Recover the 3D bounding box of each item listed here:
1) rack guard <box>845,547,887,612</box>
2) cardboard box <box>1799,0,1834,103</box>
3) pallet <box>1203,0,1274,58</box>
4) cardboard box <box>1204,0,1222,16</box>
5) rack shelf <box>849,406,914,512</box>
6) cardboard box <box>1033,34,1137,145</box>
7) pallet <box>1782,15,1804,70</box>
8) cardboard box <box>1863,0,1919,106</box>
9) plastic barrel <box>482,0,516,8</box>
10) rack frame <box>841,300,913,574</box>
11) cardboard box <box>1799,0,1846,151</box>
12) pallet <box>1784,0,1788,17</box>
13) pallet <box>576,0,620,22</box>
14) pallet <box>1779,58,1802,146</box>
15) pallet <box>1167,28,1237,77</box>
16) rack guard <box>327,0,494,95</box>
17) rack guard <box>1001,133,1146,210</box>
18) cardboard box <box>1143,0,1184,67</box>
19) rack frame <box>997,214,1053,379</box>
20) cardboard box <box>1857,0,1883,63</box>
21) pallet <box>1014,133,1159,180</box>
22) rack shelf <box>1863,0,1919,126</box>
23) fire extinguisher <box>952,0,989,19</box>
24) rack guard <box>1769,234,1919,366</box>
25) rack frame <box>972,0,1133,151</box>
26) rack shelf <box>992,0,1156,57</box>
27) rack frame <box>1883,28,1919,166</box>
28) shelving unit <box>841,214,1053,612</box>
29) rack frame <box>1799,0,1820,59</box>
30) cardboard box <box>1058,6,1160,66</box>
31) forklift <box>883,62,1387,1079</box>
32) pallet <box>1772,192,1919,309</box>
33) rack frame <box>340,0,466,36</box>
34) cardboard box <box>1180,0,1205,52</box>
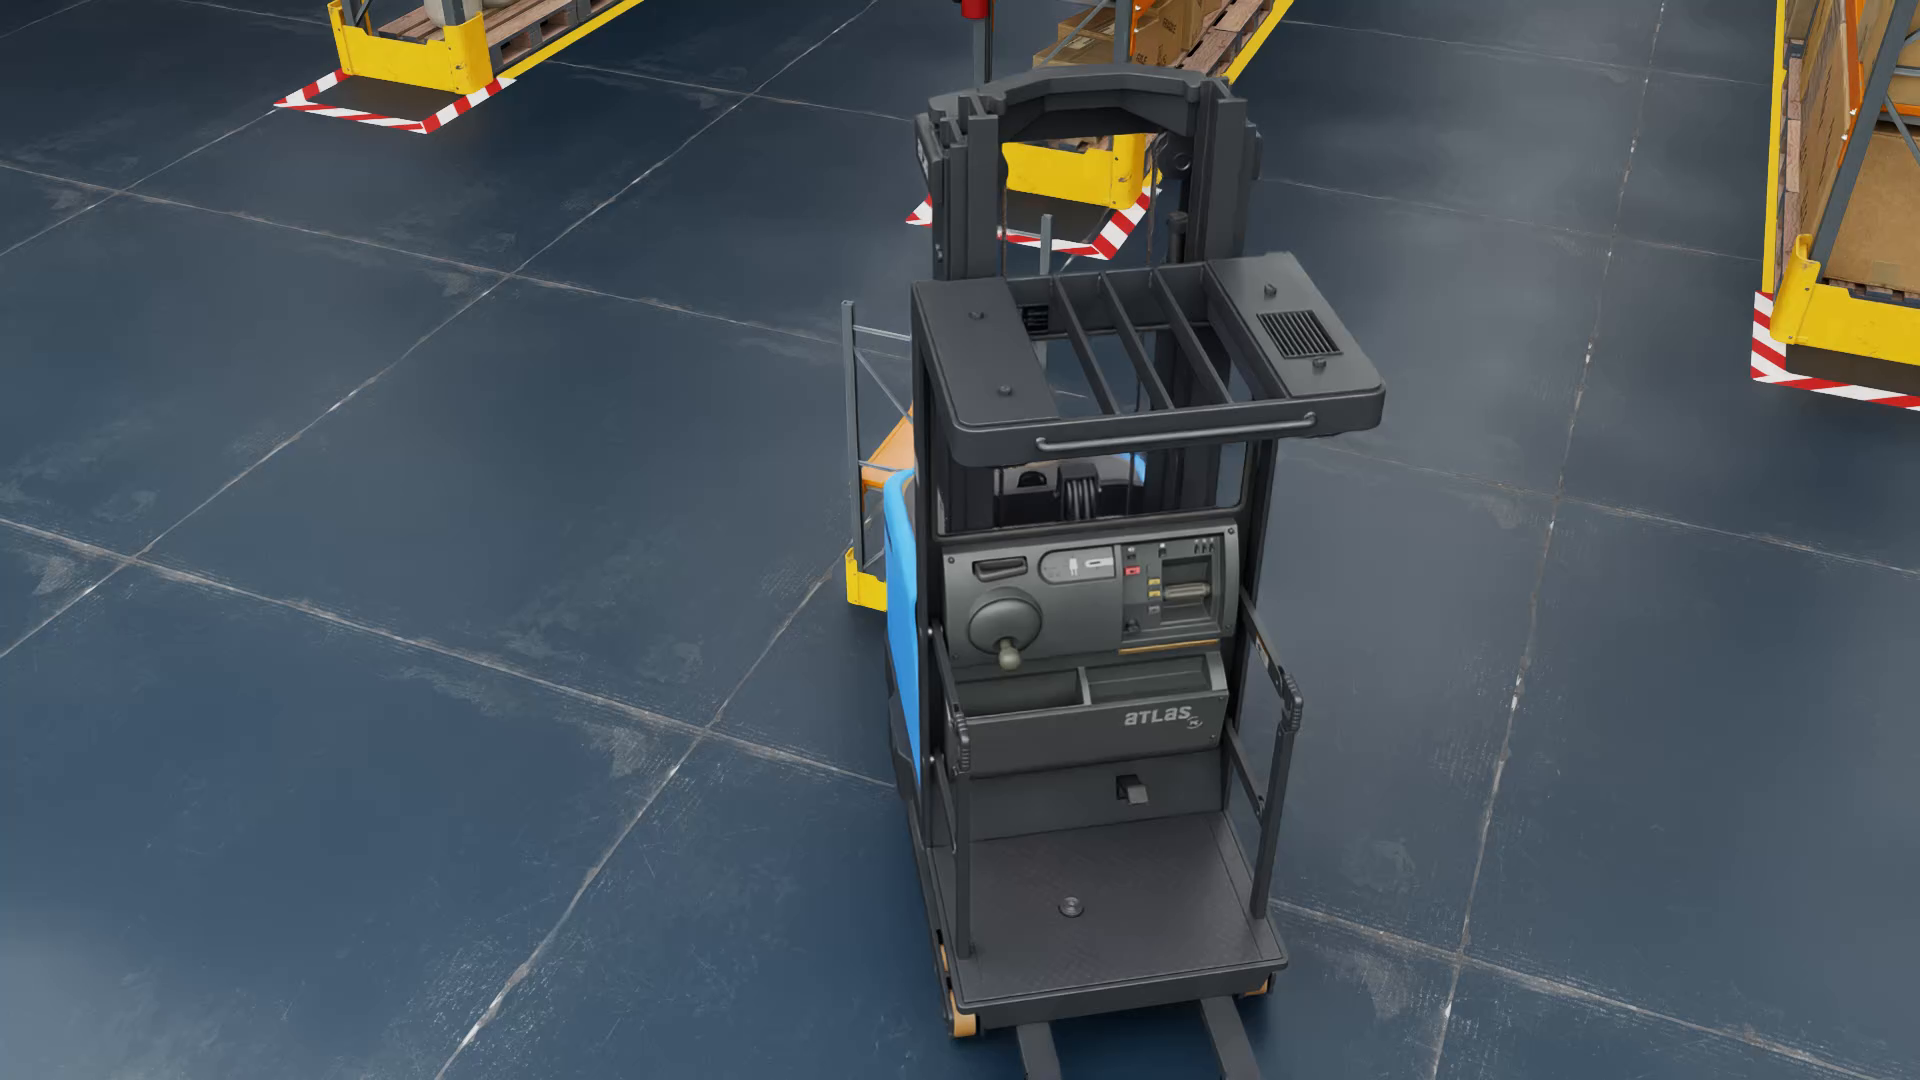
[{"bbox_3d":[-0.218,0.218,7.250,0.587,0.250,0.087,14,39,18],"label":"rack guard"},{"bbox_3d":[6.329,-3.486,11.332,0.875,0.875,0.875,14,39,18],"label":"cardboard box"},{"bbox_3d":[1.862,-4.190,13.179,1.003,0.211,1.213,14,39,18],"label":"pallet"},{"bbox_3d":[1.684,-4.323,12.765,0.500,0.500,0.500,27,45,32],"label":"cardboard box"},{"bbox_3d":[-0.032,-0.409,7.345,0.538,0.185,1.000,14,39,18],"label":"rack shelf"},{"bbox_3d":[0.816,-2.981,10.970,0.500,0.500,0.500,21,42,26],"label":"cardboard box"},{"bbox_3d":[6.857,-3.828,12.696,1.003,0.211,1.213,14,39,18],"label":"pallet"},{"bbox_3d":[5.210,-2.562,8.547,0.875,0.550,0.550,14,39,18],"label":"cardboard box"},{"bbox_3d":[-3.647,-4.431,12.900,0.421,0.512,0.421,0,37,0],"label":"plastic barrel"},{"bbox_3d":[-0.226,-0.272,6.861,0.500,1.500,0.032,14,39,18],"label":"rack frame"},{"bbox_3d":[5.989,-2.986,10.663,0.875,0.875,0.875,14,39,18],"label":"cardboard box"},{"bbox_3d":[7.319,-4.506,13.602,1.003,0.211,1.213,14,39,18],"label":"pallet"},{"bbox_3d":[-3.253,-4.658,13.805,1.003,0.211,1.213,14,39,18],"label":"pallet"},{"bbox_3d":[6.271,-2.981,11.562,1.003,0.211,1.213,14,39,18],"label":"pallet"},{"bbox_3d":[1.399,-3.512,12.272,1.003,0.211,1.213,14,39,18],"label":"pallet"},{"bbox_3d":[-4.033,-3.652,12.218,1.175,0.500,0.348,14,39,18],"label":"rack guard"},{"bbox_3d":[0.591,-2.513,10.694,1.175,0.500,0.348,14,39,18],"label":"rack guard"},{"bbox_3d":[1.267,-3.662,11.881,0.500,0.500,0.500,18,40,22],"label":"cardboard box"},{"bbox_3d":[0.161,-0.835,7.614,0.500,1.500,0.032,14,39,18],"label":"rack frame"},{"bbox_3d":[5.399,-2.872,8.961,0.875,0.550,0.550,14,39,18],"label":"cardboard box"},{"bbox_3d":[0.933,-2.839,11.372,1.003,0.211,1.213,14,39,18],"label":"pallet"},{"bbox_3d":[5.872,-3.184,9.942,0.919,0.124,3.809,14,39,18],"label":"rack shelf"},{"bbox_3d":[0.093,-3.483,9.969,0.296,0.674,0.183,14,39,18],"label":"fire extinguisher"},{"bbox_3d":[5.102,-1.272,9.034,1.175,0.500,0.348,14,39,18],"label":"rack guard"},{"bbox_3d":[0.562,-3.472,9.890,1.000,3.000,0.127,14,39,18],"label":"rack frame"},{"bbox_3d":[1.323,-4.291,11.587,1.077,0.370,4.000,14,39,18],"label":"rack shelf"},{"bbox_3d":[5.108,-2.287,8.304,0.949,2.616,0.053,14,39,18],"label":"rack frame"},{"bbox_3d":[-0.029,-0.559,7.245,0.587,1.500,1.083,14,39,18],"label":"shelving unit"},{"bbox_3d":[6.633,-4.501,11.266,1.000,3.000,0.127,14,39,18],"label":"rack frame"},{"bbox_3d":[1.011,-3.320,11.423,0.500,0.500,0.500,25,43,29],"label":"cardboard box"},{"bbox_3d":[0.449,0.241,4.980,1.130,2.935,3.031,-6,37,-8],"label":"forklift"},{"bbox_3d":[5.343,-1.630,9.754,1.003,0.211,1.213,14,39,18],"label":"pallet"},{"bbox_3d":[-4.018,-4.600,11.399,1.000,3.000,0.127,14,39,18],"label":"rack frame"},{"bbox_3d":[1.521,-3.961,12.281,0.500,0.500,0.500,11,38,14],"label":"cardboard box"}]
